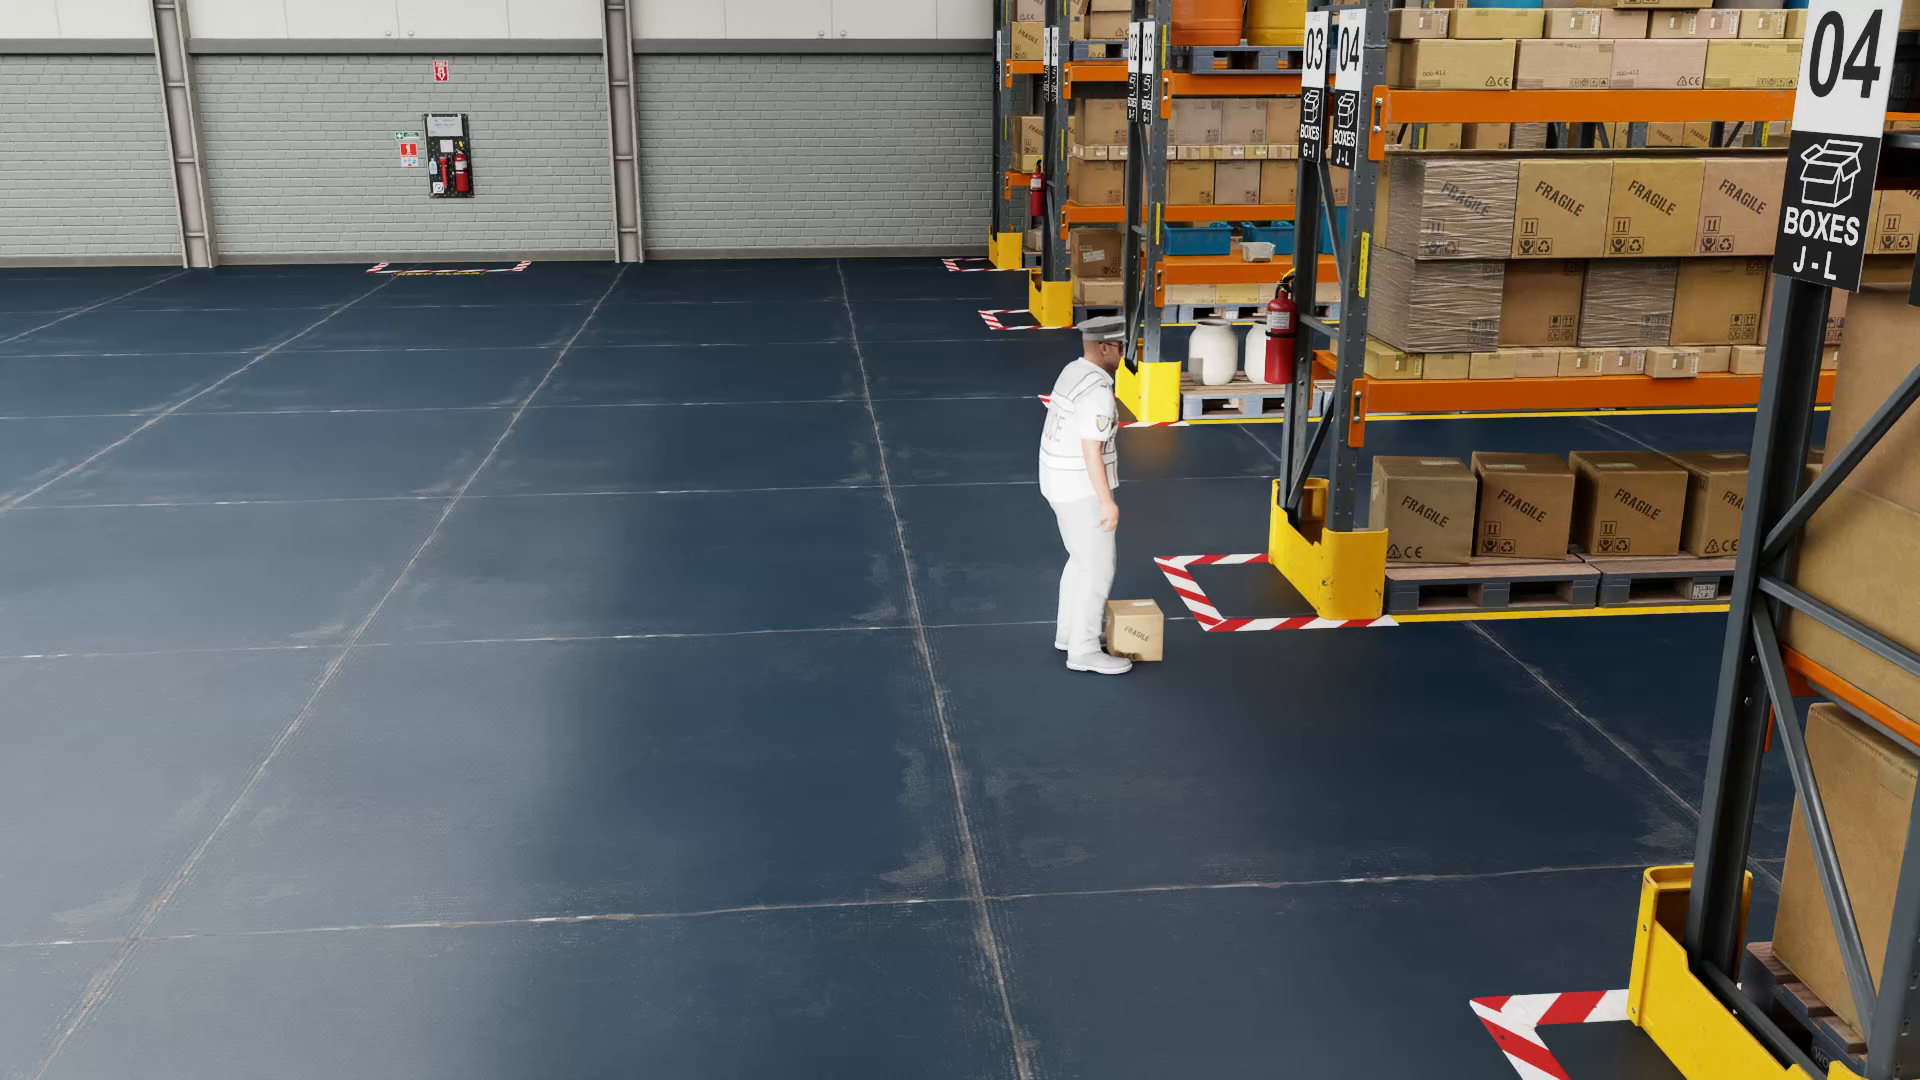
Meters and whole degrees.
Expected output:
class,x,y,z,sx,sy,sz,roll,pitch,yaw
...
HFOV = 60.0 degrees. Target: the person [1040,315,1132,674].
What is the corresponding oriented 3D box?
class,x,y,z,sx,sy,sz,roll,pitch,yaw
person,0.625,-0.245,8.341,0.428,1.751,0.605,-3,17,-8
